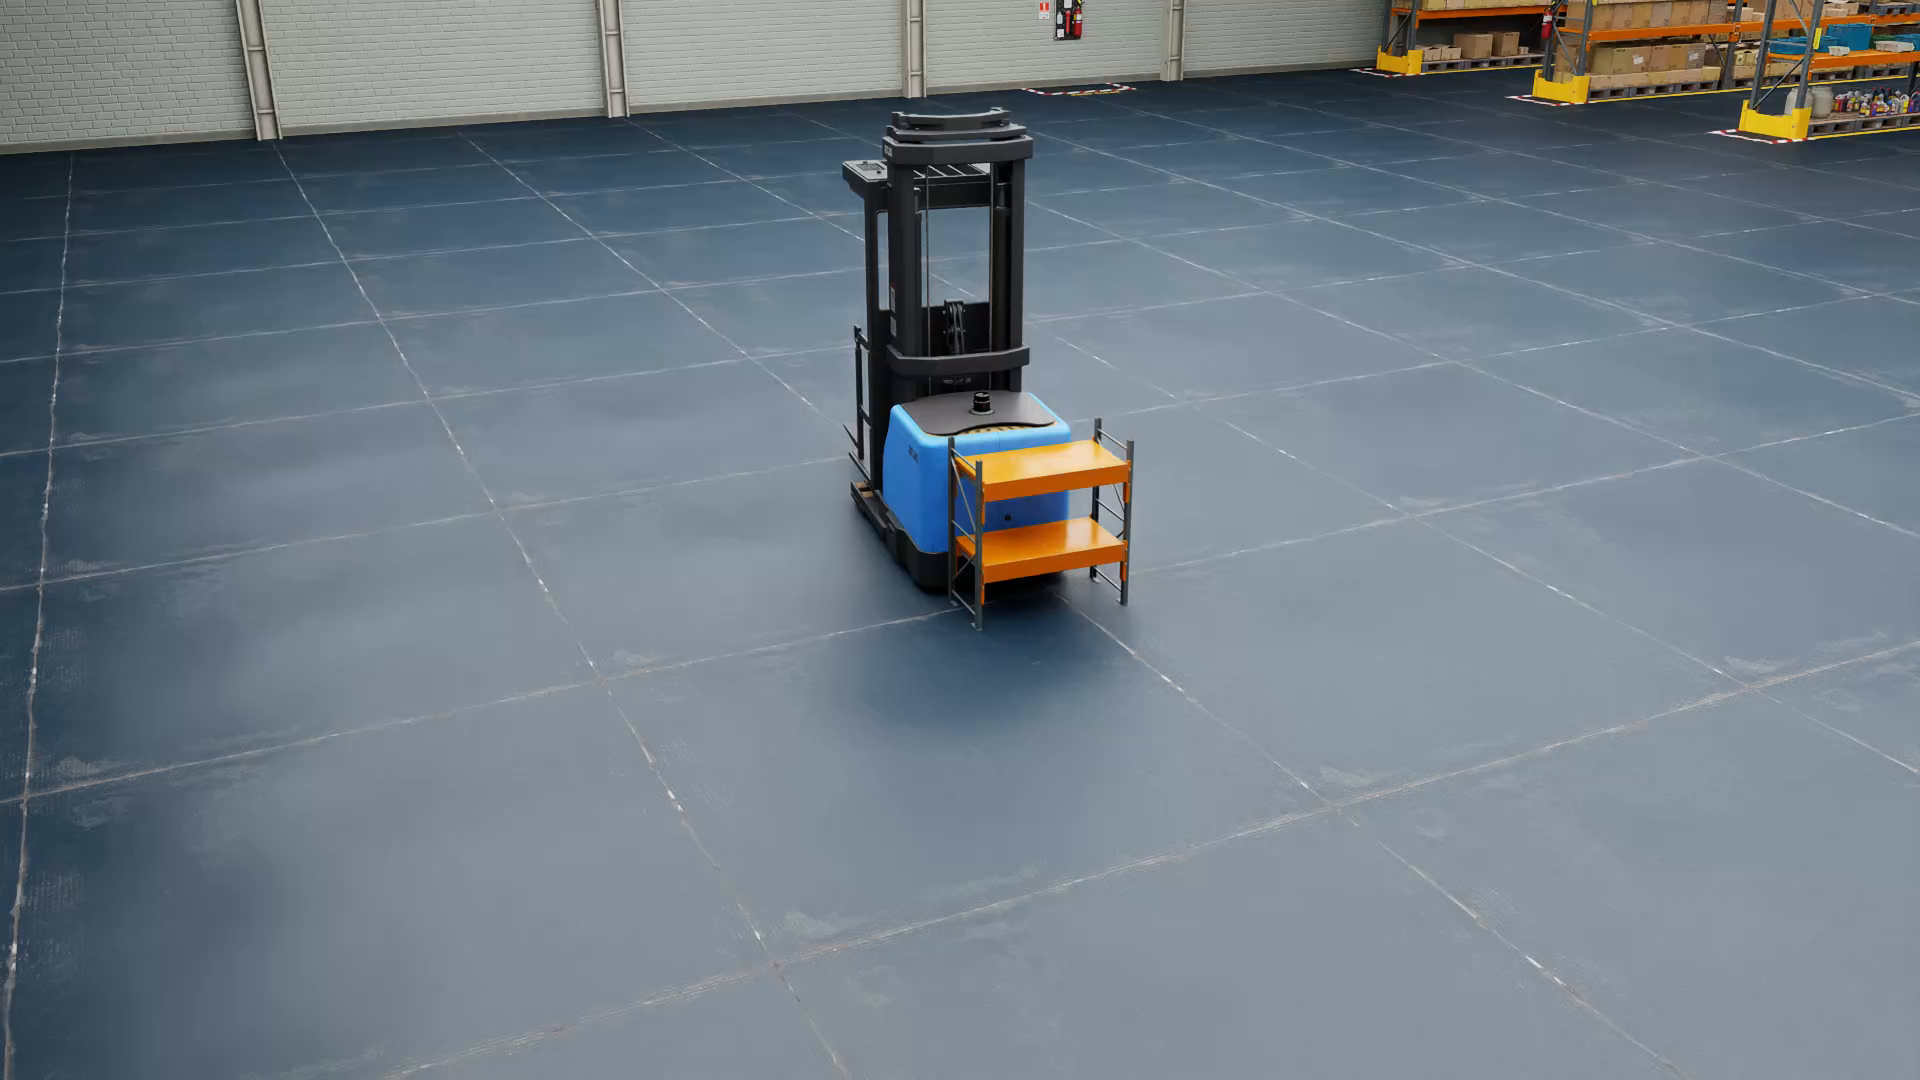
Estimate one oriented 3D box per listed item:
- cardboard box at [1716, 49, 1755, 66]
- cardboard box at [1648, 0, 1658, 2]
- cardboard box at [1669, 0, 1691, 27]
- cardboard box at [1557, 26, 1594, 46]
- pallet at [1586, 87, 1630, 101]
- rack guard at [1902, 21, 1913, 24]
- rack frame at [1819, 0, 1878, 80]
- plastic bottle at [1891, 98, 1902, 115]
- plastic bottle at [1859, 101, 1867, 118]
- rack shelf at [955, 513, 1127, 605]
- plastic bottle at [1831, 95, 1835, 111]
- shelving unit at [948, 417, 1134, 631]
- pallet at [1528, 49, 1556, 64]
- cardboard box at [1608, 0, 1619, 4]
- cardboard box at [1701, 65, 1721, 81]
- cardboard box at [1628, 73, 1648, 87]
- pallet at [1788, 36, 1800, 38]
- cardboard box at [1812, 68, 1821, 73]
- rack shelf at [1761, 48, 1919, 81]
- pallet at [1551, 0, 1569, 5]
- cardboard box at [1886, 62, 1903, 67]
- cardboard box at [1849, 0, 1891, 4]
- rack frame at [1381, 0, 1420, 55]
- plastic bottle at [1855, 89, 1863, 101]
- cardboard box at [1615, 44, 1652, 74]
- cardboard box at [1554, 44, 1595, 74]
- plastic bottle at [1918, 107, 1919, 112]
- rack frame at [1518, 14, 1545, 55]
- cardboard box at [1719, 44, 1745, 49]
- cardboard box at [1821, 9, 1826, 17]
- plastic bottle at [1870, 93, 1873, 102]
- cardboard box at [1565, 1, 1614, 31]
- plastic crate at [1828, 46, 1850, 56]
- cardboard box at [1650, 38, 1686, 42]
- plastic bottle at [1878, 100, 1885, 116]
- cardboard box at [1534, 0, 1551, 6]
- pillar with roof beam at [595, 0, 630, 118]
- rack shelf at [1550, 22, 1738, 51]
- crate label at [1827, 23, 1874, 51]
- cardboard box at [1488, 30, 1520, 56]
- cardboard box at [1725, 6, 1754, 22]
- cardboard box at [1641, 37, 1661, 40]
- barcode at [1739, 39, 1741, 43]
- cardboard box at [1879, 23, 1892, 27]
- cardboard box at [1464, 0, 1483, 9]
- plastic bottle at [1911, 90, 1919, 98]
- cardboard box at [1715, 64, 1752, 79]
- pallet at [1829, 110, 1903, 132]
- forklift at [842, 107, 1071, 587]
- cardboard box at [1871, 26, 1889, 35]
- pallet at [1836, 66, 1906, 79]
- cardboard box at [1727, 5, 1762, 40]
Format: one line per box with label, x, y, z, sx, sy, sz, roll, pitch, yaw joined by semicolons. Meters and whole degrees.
cardboard box;15.884;-9.894;34.043;0.500;0.311;0.500;-10;25;-23
cardboard box;13.406;-10.616;32.496;0.250;0.149;0.380;-11;25;-24
cardboard box;14.081;-10.527;33.130;0.500;0.500;0.700;-10;25;-23
cardboard box;14.352;-11.714;38.821;0.500;0.500;0.700;-11;25;-25
pallet;12.471;-8.918;33.018;1.213;0.211;1.003;-10;25;-24
rack guard;24.087;-13.275;43.165;0.348;0.500;1.175;-10;25;-24
rack frame;19.008;-11.392;35.349;0.127;3.000;1.000;-10;25;-24
plastic bottle;16.482;-7.649;29.292;0.135;0.276;0.152;-10;24;-23
plastic bottle;15.714;-7.493;28.923;0.097;0.271;0.097;0;22;0
rack shelf;0.502;0.113;10.646;1.000;0.278;0.538;-9;24;-20
plastic bottle;15.507;-7.787;29.616;0.133;0.283;0.061;-10;24;-22
shelving unit;0.502;-0.113;10.552;1.048;1.125;0.538;-9;24;-20
pallet;13.953;-11.276;38.716;1.213;0.211;1.003;-10;25;-24
cardboard box;12.483;-10.447;32.086;0.250;0.149;0.380;-11;25;-25
cardboard box;15.081;-9.500;33.824;0.500;0.250;0.500;-10;25;-24
cardboard box;13.279;-9.168;33.022;0.500;0.250;0.500;-10;25;-24
pallet;21.180;-12.573;41.848;1.213;0.211;1.003;-10;25;-24
cardboard box;17.723;-9.975;34.972;0.500;0.250;0.500;-10;24;-22
rack shelf;15.747;-8.357;28.957;4.000;0.370;1.077;-10;25;-24
pallet;14.004;-12.423;38.091;1.213;0.211;1.003;-10;25;-24
cardboard box;20.012;-10.506;35.902;0.500;0.500;0.500;-11;25;-26
cardboard box;19.527;-11.776;35.596;0.700;0.500;0.500;21;30;41
rack frame;9.648;-11.772;36.266;0.127;3.000;1.000;-10;25;-24
plastic bottle;16.088;-7.908;29.819;0.185;0.351;0.144;-11;25;-24
cardboard box;13.274;-9.518;32.888;0.500;0.500;0.500;-10;25;-24
cardboard box;12.154;-9.527;32.908;0.500;0.500;0.500;-10;25;-24
plastic bottle;17.094;-7.794;29.545;0.185;0.351;0.144;-11;25;-25
rack frame;13.252;-12.435;37.869;0.127;3.000;1.000;-10;25;-24
cardboard box;16.111;-10.166;34.699;0.500;0.311;0.500;-10;24;-22
cardboard box;17.884;-11.045;34.839;0.250;0.149;0.380;-9;24;-20
plastic bottle;16.355;-7.904;29.915;0.097;0.271;0.097;0;22;0
cardboard box;12.226;-10.184;32.301;0.500;0.500;0.700;-10;25;-24
plastic crate;14.891;-8.273;28.159;0.250;0.136;0.298;-10;25;-24
cardboard box;14.403;-9.944;33.916;0.500;0.500;0.500;-10;25;-24
plastic bottle;16.112;-7.567;29.100;0.097;0.271;0.097;0;22;0
cardboard box;12.957;-12.192;37.452;0.500;0.250;0.500;-10;25;-23
pillar with roof beam;-4.448;-10.488;25.322;0.400;9.000;9.100;-10;25;-24
rack shelf;13.602;-10.064;33.083;4.000;0.370;1.077;-10;25;-24
crate label;15.486;-8.772;28.974;0.616;0.435;0.502;-10;25;-24
cardboard box;12.334;-11.298;37.814;0.500;0.500;0.500;-12;26;-28
cardboard box;15.829;-10.756;34.009;0.500;0.250;0.500;-9;24;-20
cardboard box;16.230;-12.010;39.534;0.500;0.500;0.700;-10;25;-23
barcode;15.815;-10.119;33.712;0.075;0.075;0.001;-10;25;-24
cardboard box;23.478;-13.314;42.712;0.500;0.500;0.700;-10;25;-24
cardboard box;11.149;-11.857;36.641;0.500;0.250;0.500;-11;25;-24
plastic bottle;17.031;-7.844;29.665;0.185;0.351;0.144;-10;25;-24
cardboard box;15.875;-9.634;34.147;0.500;0.250;0.500;-11;25;-25
pallet;15.825;-7.432;29.427;1.213;0.211;1.003;-10;25;-24
forklift;-0.180;-1.583;11.741;1.130;2.935;3.031;-7;23;-15
cardboard box;19.798;-11.034;36.196;0.500;0.250;0.500;-9;24;-22
pallet;19.697;-10.214;36.150;1.213;0.211;1.003;-10;25;-24
cardboard box;19.132;-12.662;40.678;0.750;0.750;0.750;-10;24;-22
